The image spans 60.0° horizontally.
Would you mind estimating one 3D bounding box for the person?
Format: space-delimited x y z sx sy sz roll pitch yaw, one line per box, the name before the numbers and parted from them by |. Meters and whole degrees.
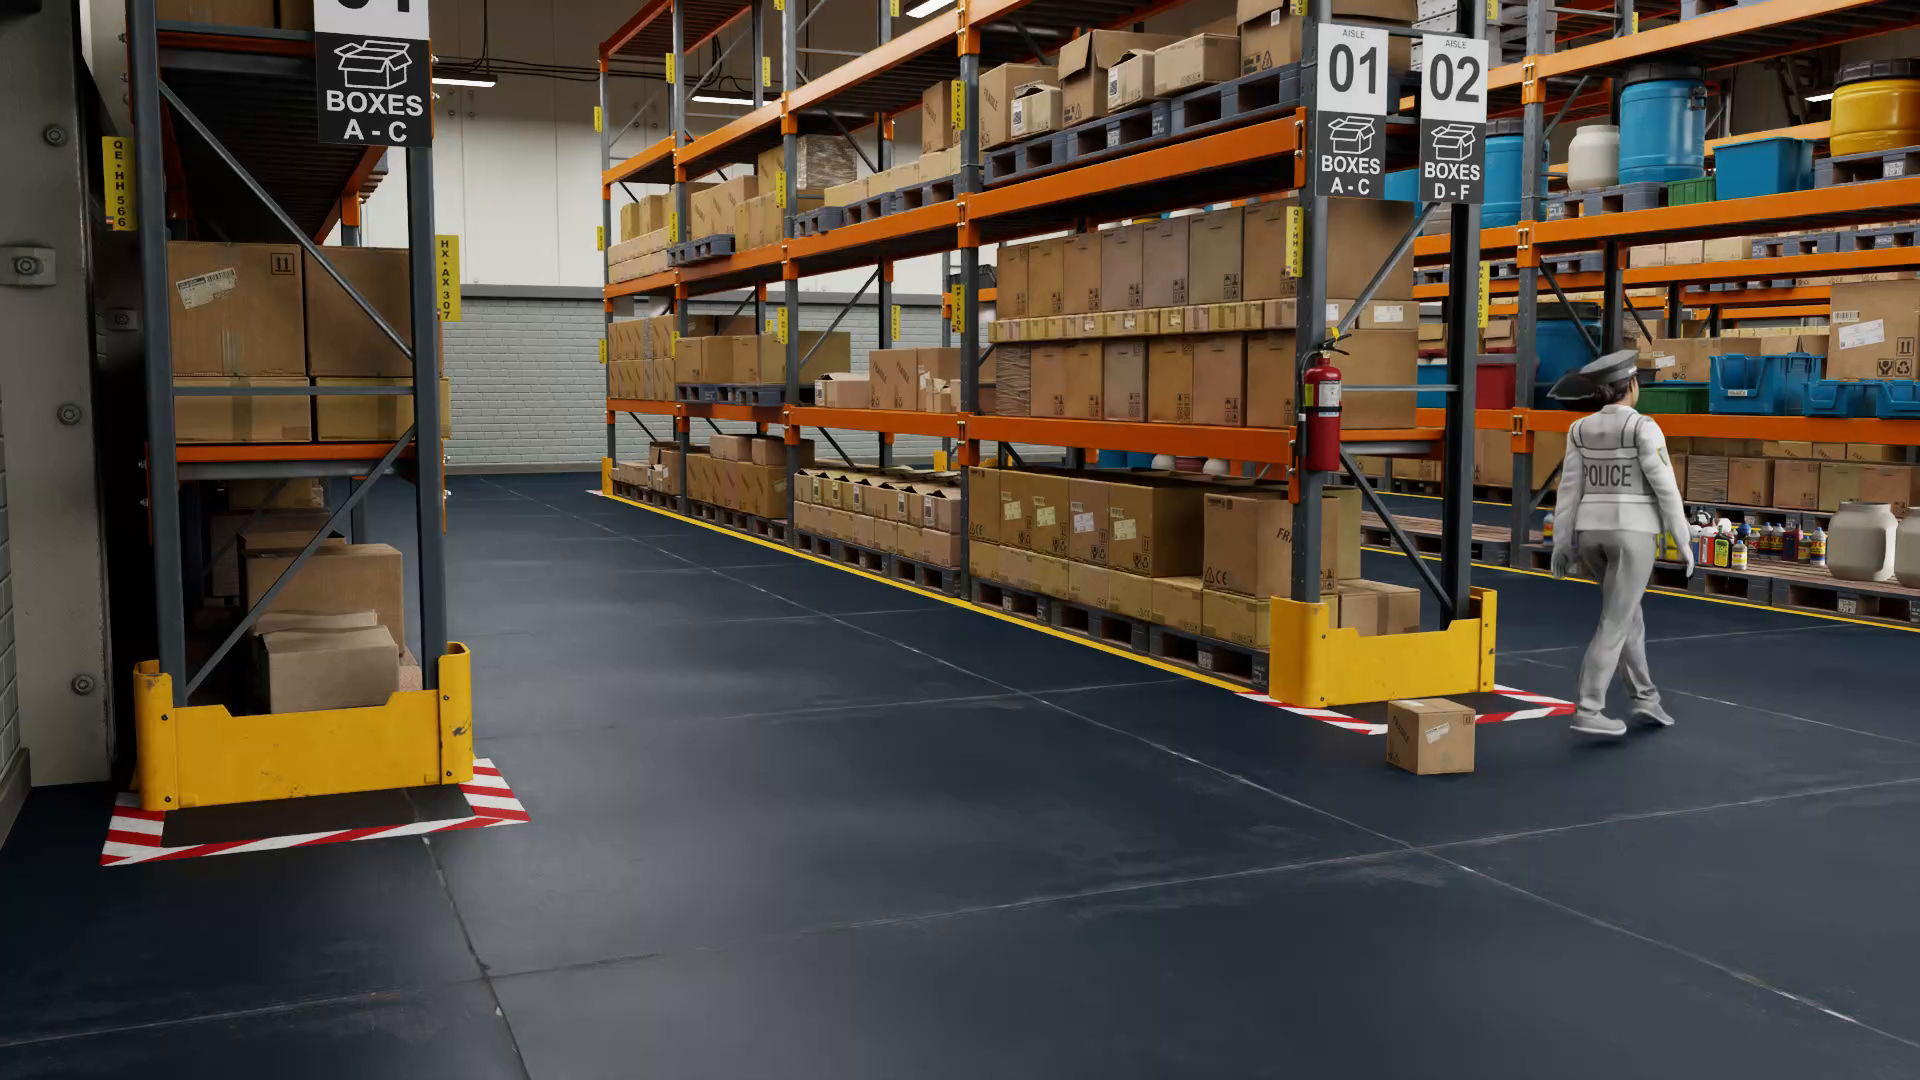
person | 2.908 0.027 7.237 0.787 1.704 0.542 -3 6 -30
